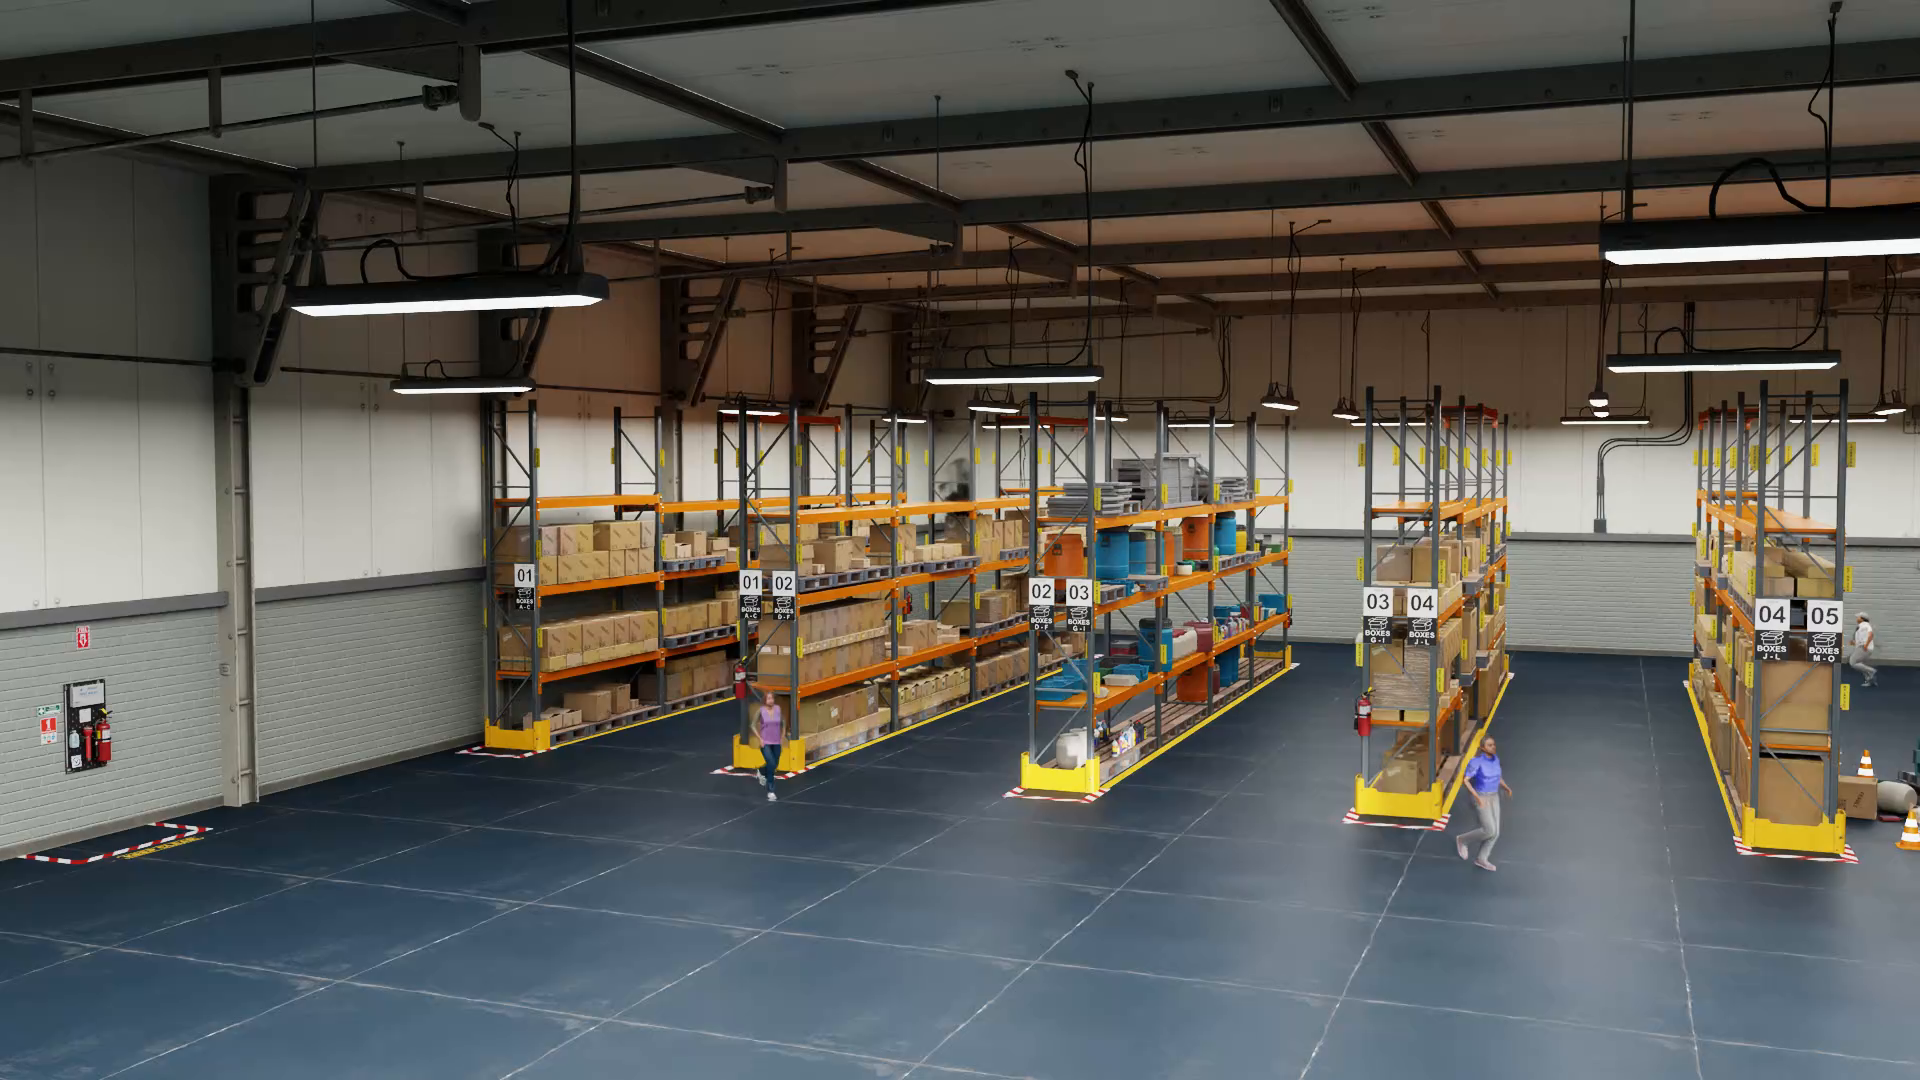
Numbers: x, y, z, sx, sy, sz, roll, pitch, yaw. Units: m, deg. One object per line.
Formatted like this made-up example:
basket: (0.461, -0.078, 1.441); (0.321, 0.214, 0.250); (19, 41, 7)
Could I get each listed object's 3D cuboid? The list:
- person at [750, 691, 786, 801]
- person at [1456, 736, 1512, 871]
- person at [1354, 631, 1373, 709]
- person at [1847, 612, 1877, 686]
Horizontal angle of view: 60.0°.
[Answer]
person: (-2.839, 3.008, 24.538); (0.539, 1.599, 0.700); (-2, 3, -29)
person: (6.426, 3.200, 20.322); (0.571, 1.627, 0.595); (-2, 3, -32)
person: (8.296, 2.465, 33.502); (0.689, 1.840, 0.810); (1, 3, 22)
person: (19.803, 2.406, 36.518); (0.604, 1.615, 0.597); (2, 3, 32)
